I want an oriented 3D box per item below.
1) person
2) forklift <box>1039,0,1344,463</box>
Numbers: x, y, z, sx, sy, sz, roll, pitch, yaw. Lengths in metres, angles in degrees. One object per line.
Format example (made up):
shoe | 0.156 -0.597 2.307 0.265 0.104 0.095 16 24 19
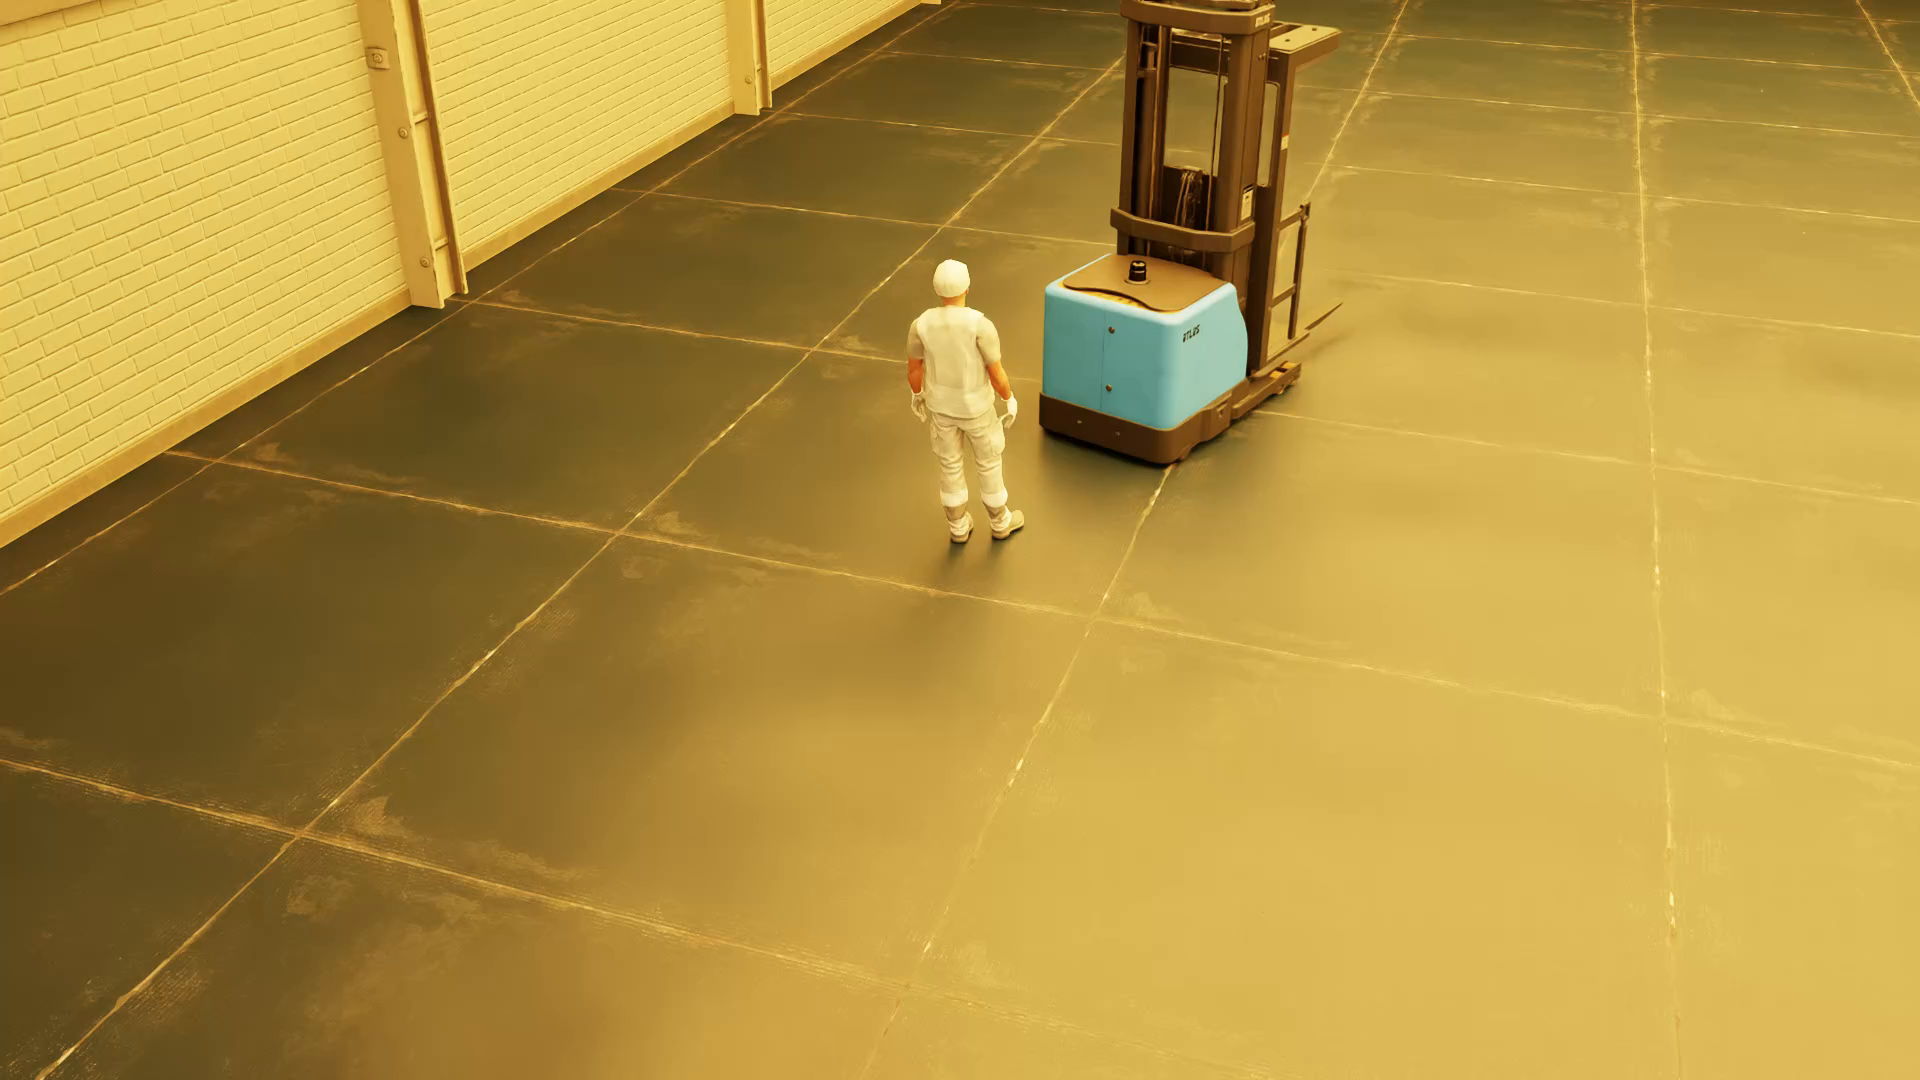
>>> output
person | 0.038 -0.820 9.712 0.637 1.790 0.562 10 31 16
forklift | 1.817 -2.445 11.425 1.130 2.935 3.031 20 35 31
